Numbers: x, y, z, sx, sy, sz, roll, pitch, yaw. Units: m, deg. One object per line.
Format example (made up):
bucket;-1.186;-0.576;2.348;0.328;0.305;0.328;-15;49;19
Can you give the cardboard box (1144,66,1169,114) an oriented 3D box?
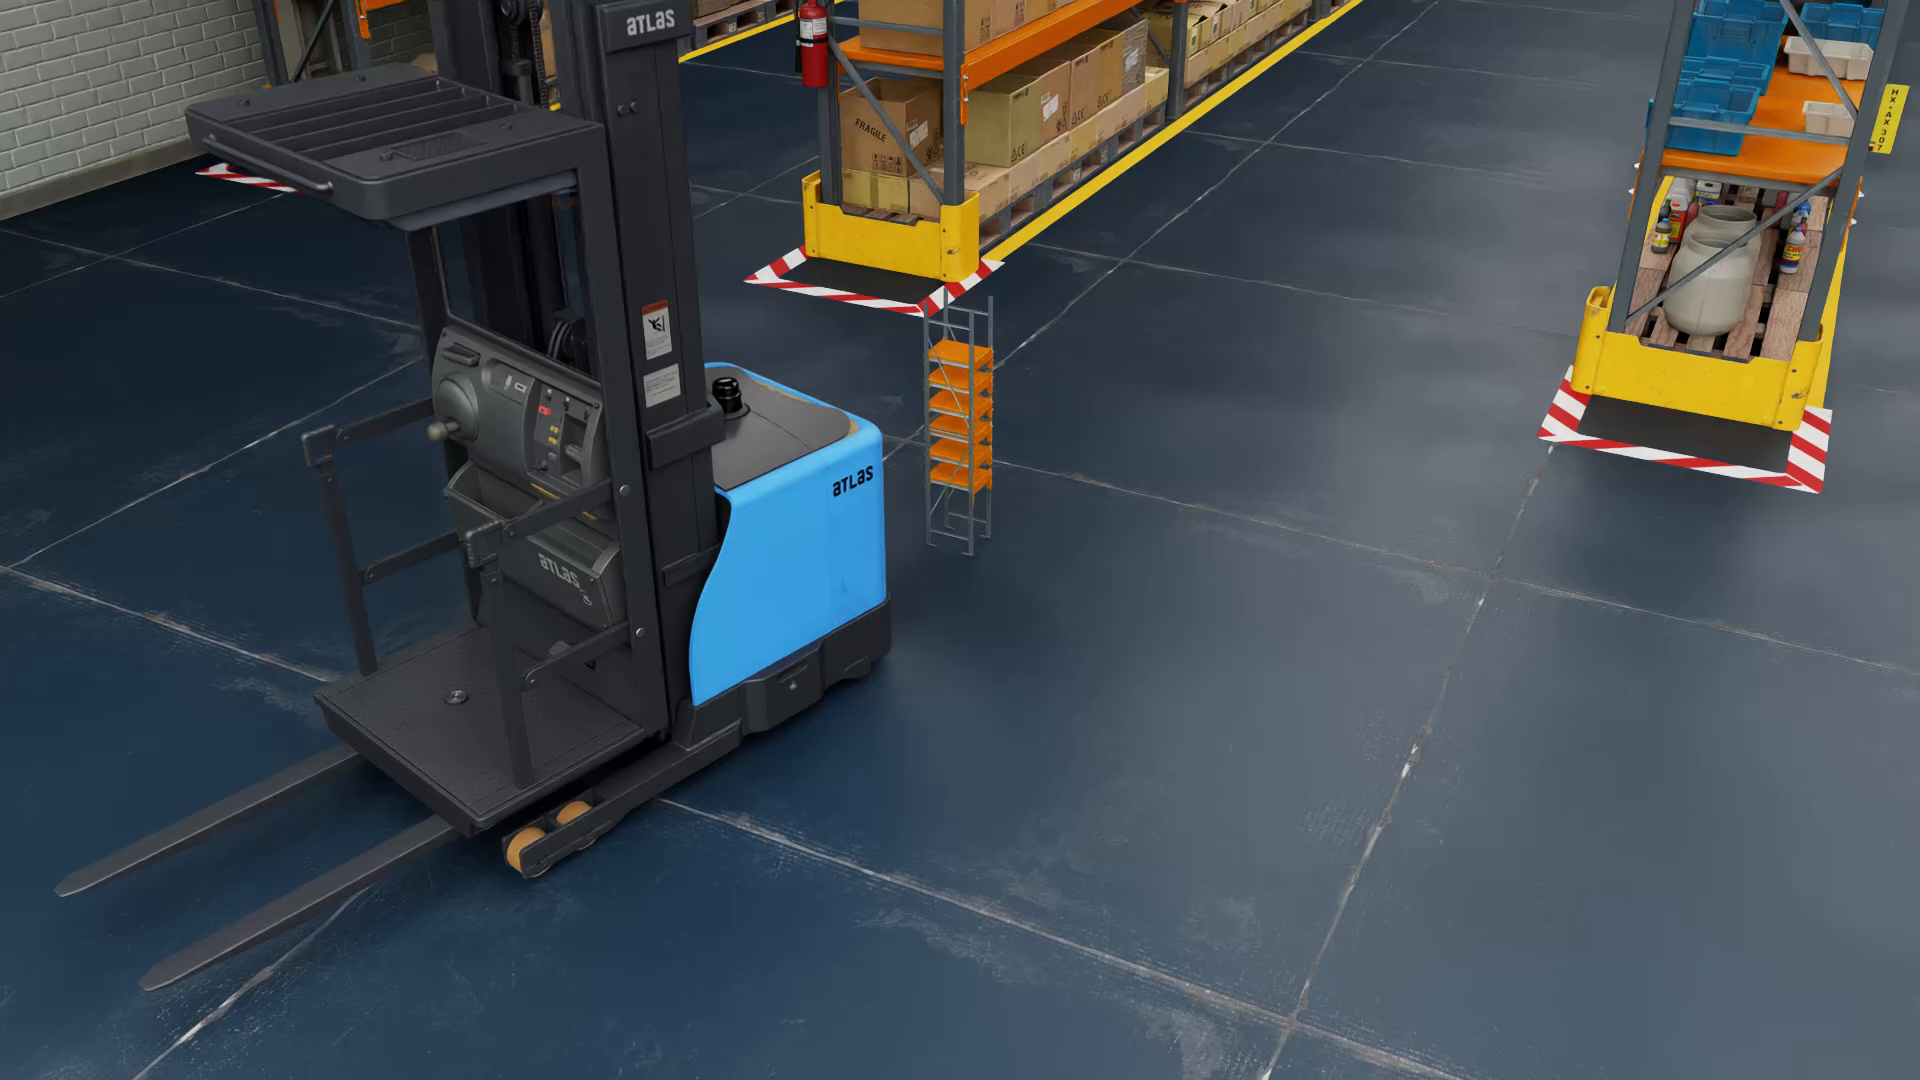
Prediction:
cardboard box;1.363;-3.660;13.450;0.500;0.250;0.500;14;33;23

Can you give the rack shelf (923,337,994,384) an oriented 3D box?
rack shelf;-0.007;-0.788;7.283;0.258;0.103;0.180;14;33;23

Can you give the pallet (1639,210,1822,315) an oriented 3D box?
pallet;4.889;-1.759;10.602;1.003;0.211;1.213;14;33;23

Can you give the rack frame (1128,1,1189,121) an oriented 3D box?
rack frame;1.379;-4.925;13.315;1.000;3.000;0.127;14;33;23

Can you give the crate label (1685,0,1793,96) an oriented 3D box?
crate label;4.563;-2.919;9.786;0.502;0.435;0.616;14;33;23

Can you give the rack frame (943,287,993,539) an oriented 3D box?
rack frame;0.035;-0.554;7.511;0.240;1.200;0.006;14;33;23

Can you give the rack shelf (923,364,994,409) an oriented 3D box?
rack shelf;-0.007;-0.683;7.343;0.258;0.103;0.180;14;33;23

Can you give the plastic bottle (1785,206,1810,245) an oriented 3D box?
plastic bottle;5.270;-1.964;10.455;0.097;0.271;0.097;0;30;0

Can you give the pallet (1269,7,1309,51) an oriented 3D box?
pallet;2.792;-5.133;16.477;1.003;0.211;1.213;14;33;23

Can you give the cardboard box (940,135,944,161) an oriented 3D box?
cardboard box;-0.245;-2.671;11.728;0.500;0.250;0.500;14;33;23

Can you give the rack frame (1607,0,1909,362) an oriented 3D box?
rack frame;3.965;-2.027;8.267;1.000;3.000;0.127;14;33;23

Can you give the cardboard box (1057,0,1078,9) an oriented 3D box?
cardboard box;0.484;-4.086;11.753;0.700;0.500;0.500;15;33;25

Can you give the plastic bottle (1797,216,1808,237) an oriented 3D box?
plastic bottle;5.188;-1.869;10.278;0.061;0.283;0.133;15;33;24

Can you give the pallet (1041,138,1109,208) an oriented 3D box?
pallet;0.425;-2.830;12.466;1.003;0.211;1.213;14;33;23

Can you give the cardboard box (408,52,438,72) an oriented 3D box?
cardboard box;-4.199;-3.838;13.679;0.500;0.311;0.500;17;34;27

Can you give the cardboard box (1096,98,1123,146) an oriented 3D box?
cardboard box;0.911;-3.215;12.677;0.500;0.250;0.500;14;33;23

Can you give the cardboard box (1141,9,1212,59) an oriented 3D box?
cardboard box;1.789;-4.285;13.976;0.500;0.311;0.500;14;33;23

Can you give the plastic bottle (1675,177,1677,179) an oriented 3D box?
plastic bottle;4.852;-2.402;11.206;0.061;0.283;0.133;16;33;25

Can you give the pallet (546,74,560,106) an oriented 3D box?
pallet;-3.861;-3.989;14.485;1.003;0.211;1.213;14;33;23

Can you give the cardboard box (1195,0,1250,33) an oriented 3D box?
cardboard box;2.257;-4.735;14.760;0.500;0.311;0.500;13;32;22

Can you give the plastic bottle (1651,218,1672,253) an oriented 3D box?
plastic bottle;4.411;-1.918;10.445;0.097;0.201;0.097;0;30;0

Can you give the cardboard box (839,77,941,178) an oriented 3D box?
cardboard box;-0.464;-2.772;11.152;0.500;0.500;0.500;14;33;23

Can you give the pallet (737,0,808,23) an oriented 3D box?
pallet;-2.124;-5.726;17.510;1.003;0.211;1.213;14;33;23

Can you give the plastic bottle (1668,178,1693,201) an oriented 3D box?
plastic bottle;4.686;-2.224;10.828;0.144;0.351;0.185;16;33;25

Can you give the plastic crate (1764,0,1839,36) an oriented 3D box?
plastic crate;5.435;-3.570;11.016;0.767;0.338;0.504;14;33;23

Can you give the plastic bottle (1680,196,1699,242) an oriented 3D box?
plastic bottle;4.646;-2.035;10.567;0.061;0.283;0.133;14;33;23

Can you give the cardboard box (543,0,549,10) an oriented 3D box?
cardboard box;-3.469;-4.685;14.965;0.500;0.500;0.500;12;32;20

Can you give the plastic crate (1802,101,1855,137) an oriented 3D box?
plastic crate;4.659;-2.236;8.896;0.298;0.136;0.250;14;33;23

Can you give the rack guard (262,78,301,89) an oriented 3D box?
rack guard;-4.820;-3.224;12.862;1.175;0.500;0.348;14;33;23

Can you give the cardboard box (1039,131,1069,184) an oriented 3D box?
cardboard box;0.452;-2.773;11.906;0.500;0.250;0.500;14;33;23

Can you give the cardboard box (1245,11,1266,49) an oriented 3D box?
cardboard box;2.484;-4.719;15.296;0.500;0.250;0.500;15;33;24

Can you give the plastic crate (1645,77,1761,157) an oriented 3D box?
plastic crate;3.927;-2.252;8.809;0.499;0.251;0.616;14;33;23

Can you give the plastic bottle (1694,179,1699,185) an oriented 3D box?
plastic bottle;4.930;-2.386;11.192;0.097;0.271;0.097;0;30;0

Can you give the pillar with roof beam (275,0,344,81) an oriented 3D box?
pillar with roof beam;-1.473;-6.406;9.868;9.100;9.000;0.400;14;33;23

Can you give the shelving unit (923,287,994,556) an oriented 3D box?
shelving unit;-0.007;-0.514;7.440;0.258;1.200;0.189;14;33;23

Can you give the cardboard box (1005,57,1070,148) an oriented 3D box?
cardboard box;0.442;-3.101;11.724;0.500;0.500;0.500;14;33;23

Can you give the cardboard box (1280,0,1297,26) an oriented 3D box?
cardboard box;2.947;-5.170;16.081;0.500;0.250;0.500;14;33;23

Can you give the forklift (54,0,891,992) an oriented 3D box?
forklift;-1.648;-0.399;5.501;1.130;2.935;3.031;25;38;36

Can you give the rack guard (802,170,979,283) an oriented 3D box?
rack guard;-0.454;-2.057;10.831;1.175;0.500;0.348;14;33;23

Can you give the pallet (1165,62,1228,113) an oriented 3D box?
pallet;1.680;-4.051;14.593;1.003;0.211;1.213;14;33;23

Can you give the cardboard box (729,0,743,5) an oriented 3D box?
cardboard box;-2.521;-5.725;16.775;0.700;0.500;0.500;14;33;22

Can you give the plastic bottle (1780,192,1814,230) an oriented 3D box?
plastic bottle;5.438;-2.159;10.791;0.152;0.276;0.135;15;33;24

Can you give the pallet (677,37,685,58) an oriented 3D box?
pallet;-3.307;-4.532;15.431;1.003;0.211;1.213;14;33;23

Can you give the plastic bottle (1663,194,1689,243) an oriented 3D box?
plastic bottle;4.551;-2.055;10.610;0.152;0.276;0.135;15;33;24

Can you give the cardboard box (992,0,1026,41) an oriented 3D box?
cardboard box;0.016;-3.633;10.964;0.700;0.500;0.500;15;33;25

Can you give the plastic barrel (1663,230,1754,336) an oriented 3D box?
plastic barrel;4.197;-1.439;9.320;0.421;0.512;0.421;0;30;0

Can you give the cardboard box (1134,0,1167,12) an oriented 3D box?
cardboard box;1.540;-4.635;14.585;0.500;0.311;0.500;15;33;25

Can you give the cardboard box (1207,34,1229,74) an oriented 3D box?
cardboard box;2.018;-4.264;14.502;0.500;0.250;0.500;15;33;24

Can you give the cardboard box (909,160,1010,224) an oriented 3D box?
cardboard box;-0.001;-2.329;11.133;0.500;0.250;0.500;14;33;23

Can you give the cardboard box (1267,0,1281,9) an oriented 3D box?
cardboard box;2.719;-5.188;15.549;0.500;0.311;0.500;14;33;23

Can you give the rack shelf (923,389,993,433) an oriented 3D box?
rack shelf;-0.007;-0.579;7.402;0.258;0.103;0.180;14;33;23

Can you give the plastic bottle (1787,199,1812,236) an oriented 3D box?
plastic bottle;5.362;-2.053;10.612;0.097;0.271;0.097;0;30;0

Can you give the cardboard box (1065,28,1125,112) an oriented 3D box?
cardboard box;0.900;-3.543;12.495;0.500;0.500;0.500;14;33;23

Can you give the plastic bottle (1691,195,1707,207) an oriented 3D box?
plastic bottle;4.813;-2.151;10.852;0.097;0.201;0.097;0;30;0

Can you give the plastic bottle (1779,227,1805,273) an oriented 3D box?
plastic bottle;5.068;-1.767;10.113;0.097;0.271;0.097;0;30;0

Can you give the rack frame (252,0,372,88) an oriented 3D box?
rack frame;-4.854;-4.274;12.181;1.000;3.000;0.127;14;33;23

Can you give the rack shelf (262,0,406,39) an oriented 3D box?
rack shelf;-3.943;-4.849;13.904;1.077;0.370;4.000;14;33;23
